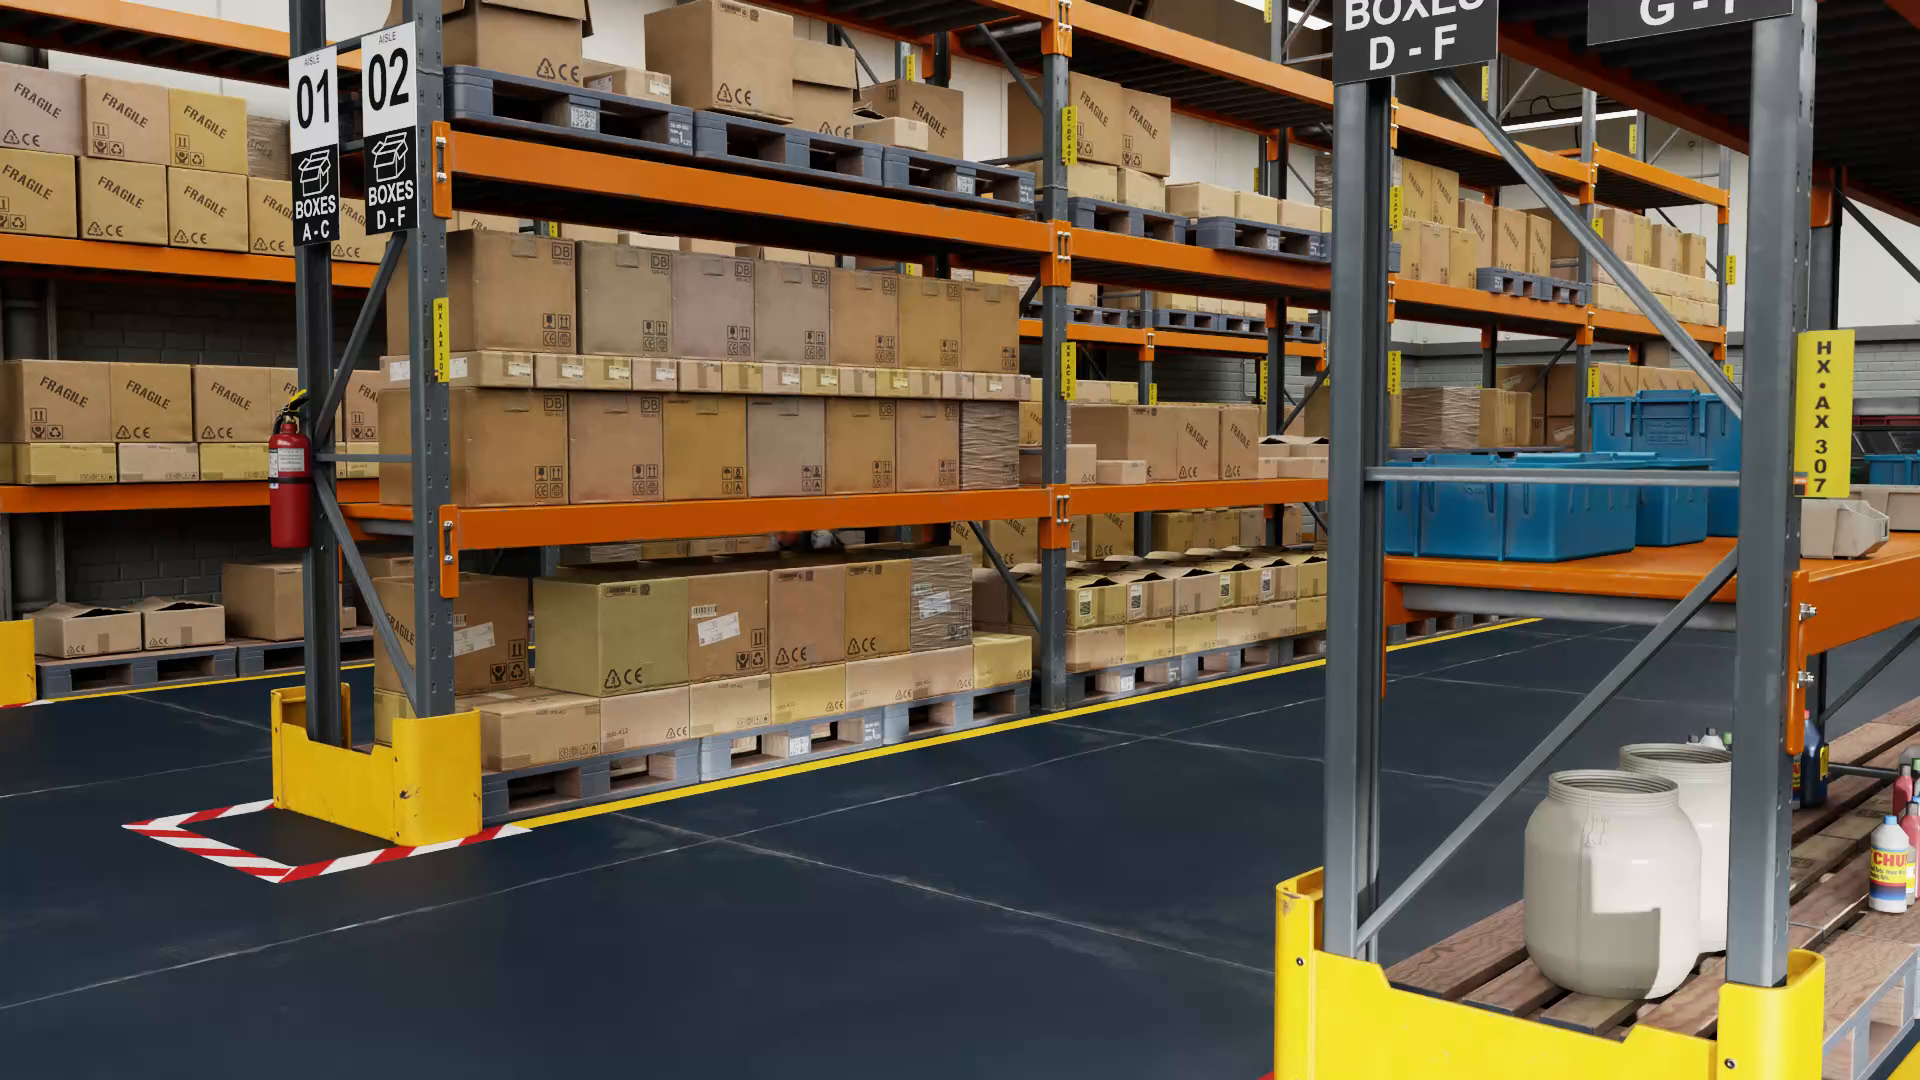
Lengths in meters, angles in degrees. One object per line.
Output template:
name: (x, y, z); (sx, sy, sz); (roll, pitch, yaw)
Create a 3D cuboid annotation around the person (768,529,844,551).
person: (-1.079, 0.312, 12.090); (0.560, 1.083, 0.827); (3, 5, 41)
